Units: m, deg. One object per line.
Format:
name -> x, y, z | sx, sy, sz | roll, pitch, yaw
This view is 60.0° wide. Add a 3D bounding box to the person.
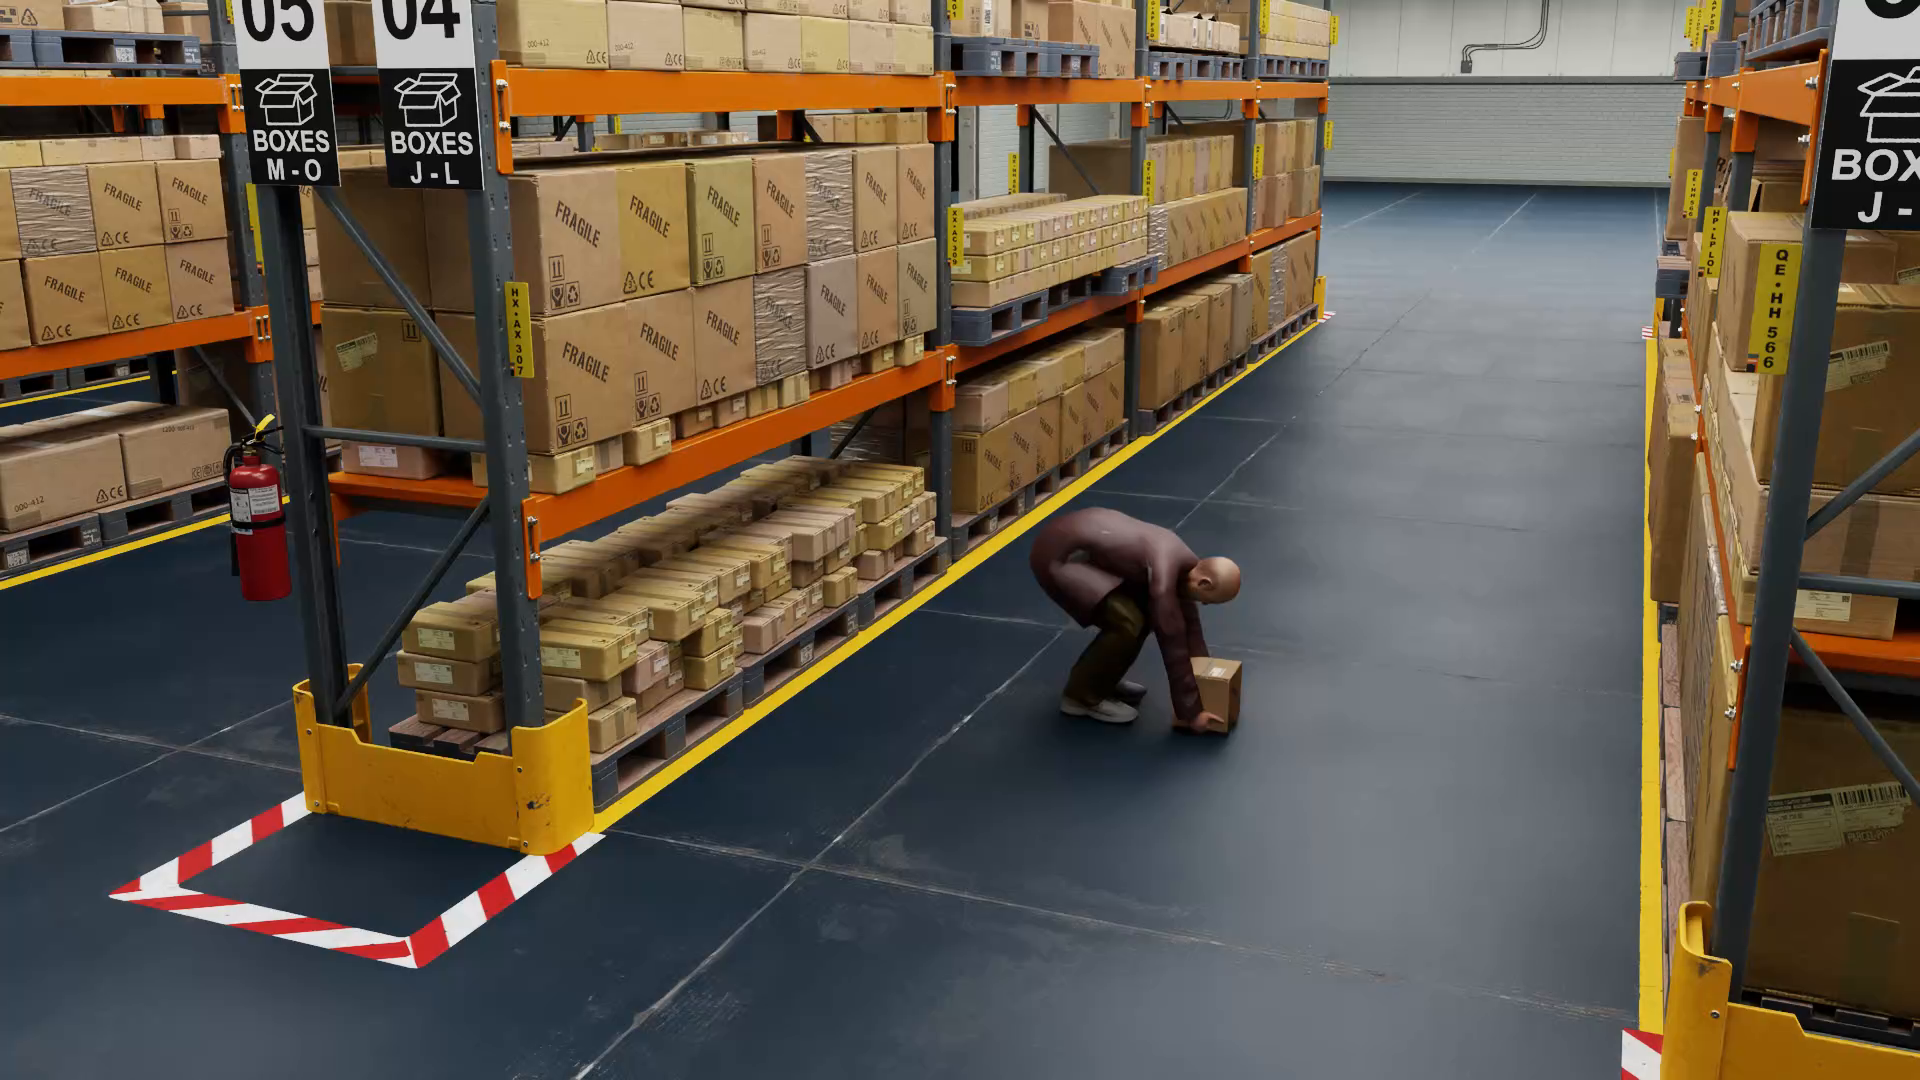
person -> 0.776, 0.331, 7.438 | 0.947, 0.943, 0.591 | 5, 16, 18
